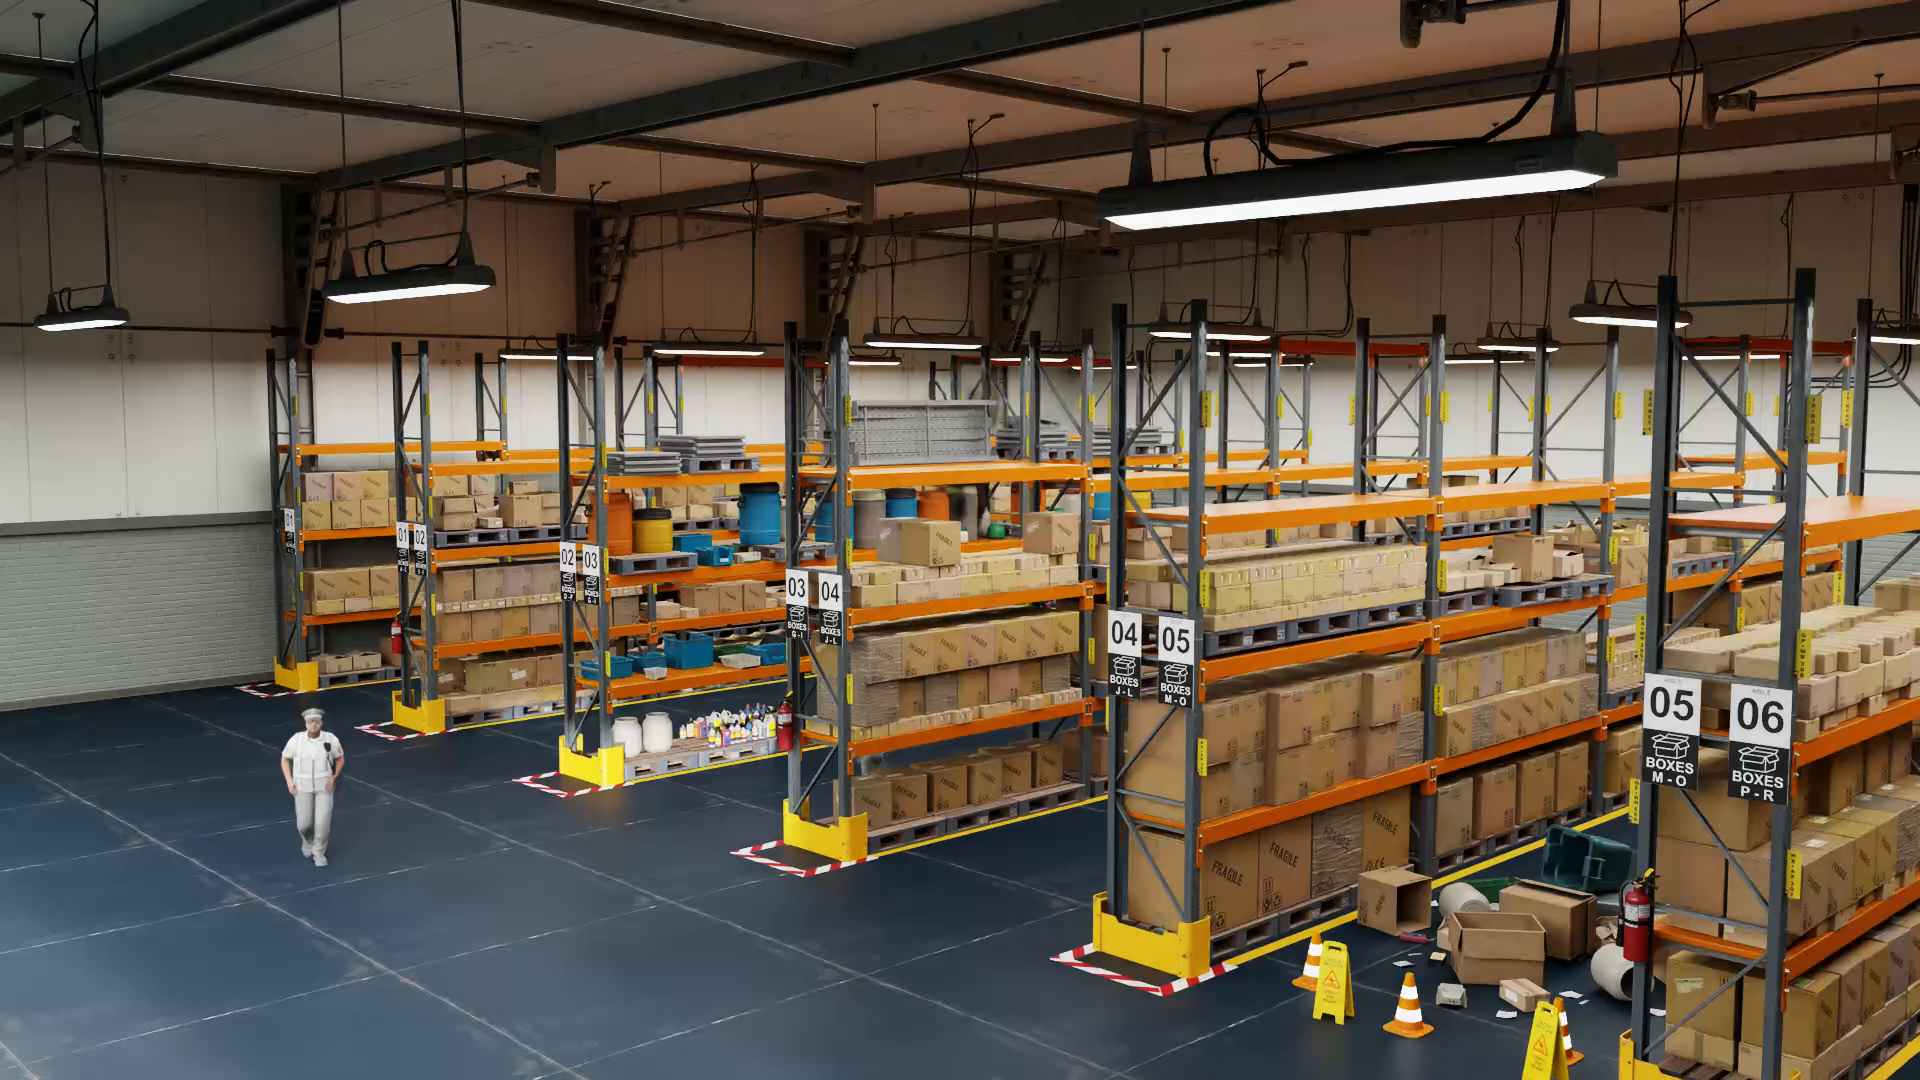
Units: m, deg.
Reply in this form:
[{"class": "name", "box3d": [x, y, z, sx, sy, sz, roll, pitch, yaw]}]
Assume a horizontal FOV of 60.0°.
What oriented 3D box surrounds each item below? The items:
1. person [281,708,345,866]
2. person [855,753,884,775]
[{"class": "person", "box3d": [-7.140, 2.710, 18.373, 0.658, 1.748, 0.548, -2, 5, -20]}, {"class": "person", "box3d": [-1.157, 2.474, 21.883, 0.608, 1.643, 0.685, 3, 6, 35]}]
